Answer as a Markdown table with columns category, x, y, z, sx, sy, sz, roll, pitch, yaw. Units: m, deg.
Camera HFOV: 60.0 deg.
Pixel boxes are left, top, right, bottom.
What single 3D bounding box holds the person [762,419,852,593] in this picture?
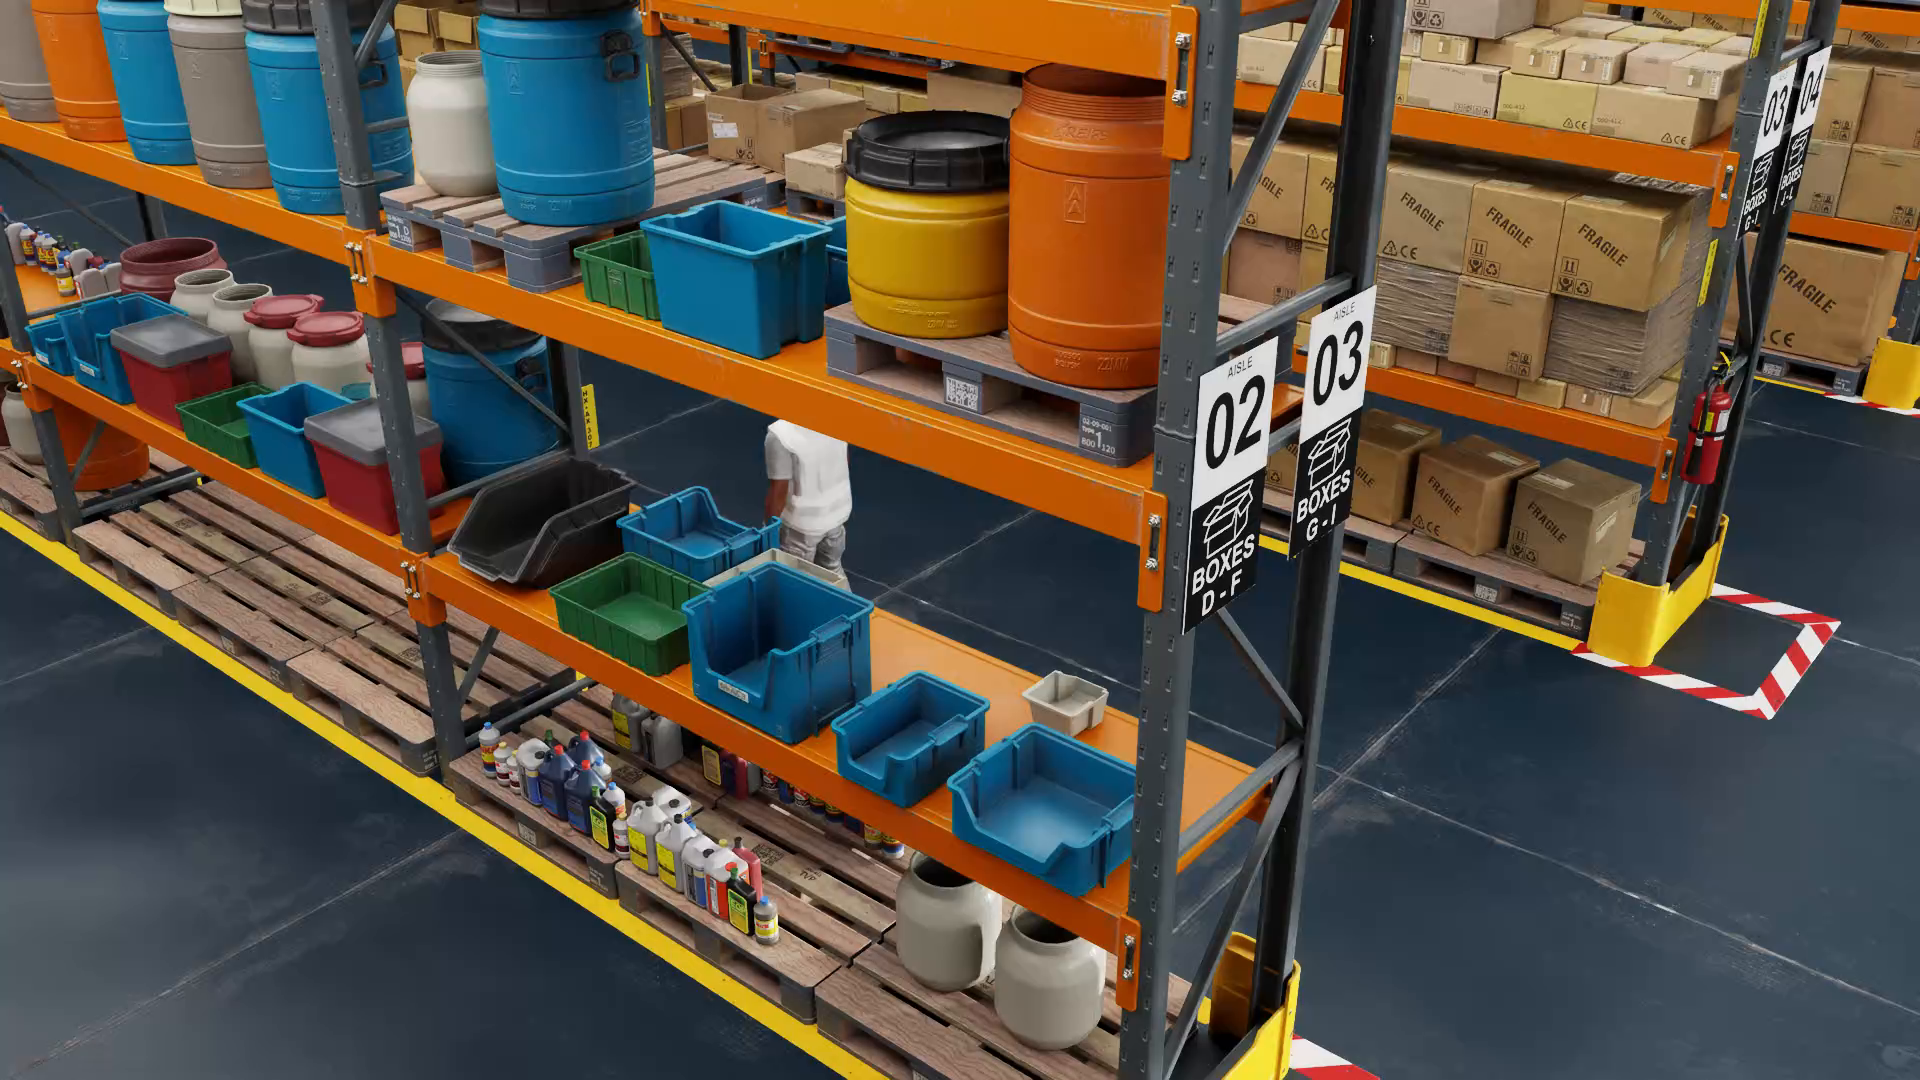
| category | x | y | z | sx | sy | sz | roll | pitch | yaw |
| --- | --- | --- | --- | --- | --- | --- | --- | --- | --- |
| person | -0.823 | -0.146 | 8.889 | 0.444 | 1.776 | 0.632 | 19 | 33 | 32 |
